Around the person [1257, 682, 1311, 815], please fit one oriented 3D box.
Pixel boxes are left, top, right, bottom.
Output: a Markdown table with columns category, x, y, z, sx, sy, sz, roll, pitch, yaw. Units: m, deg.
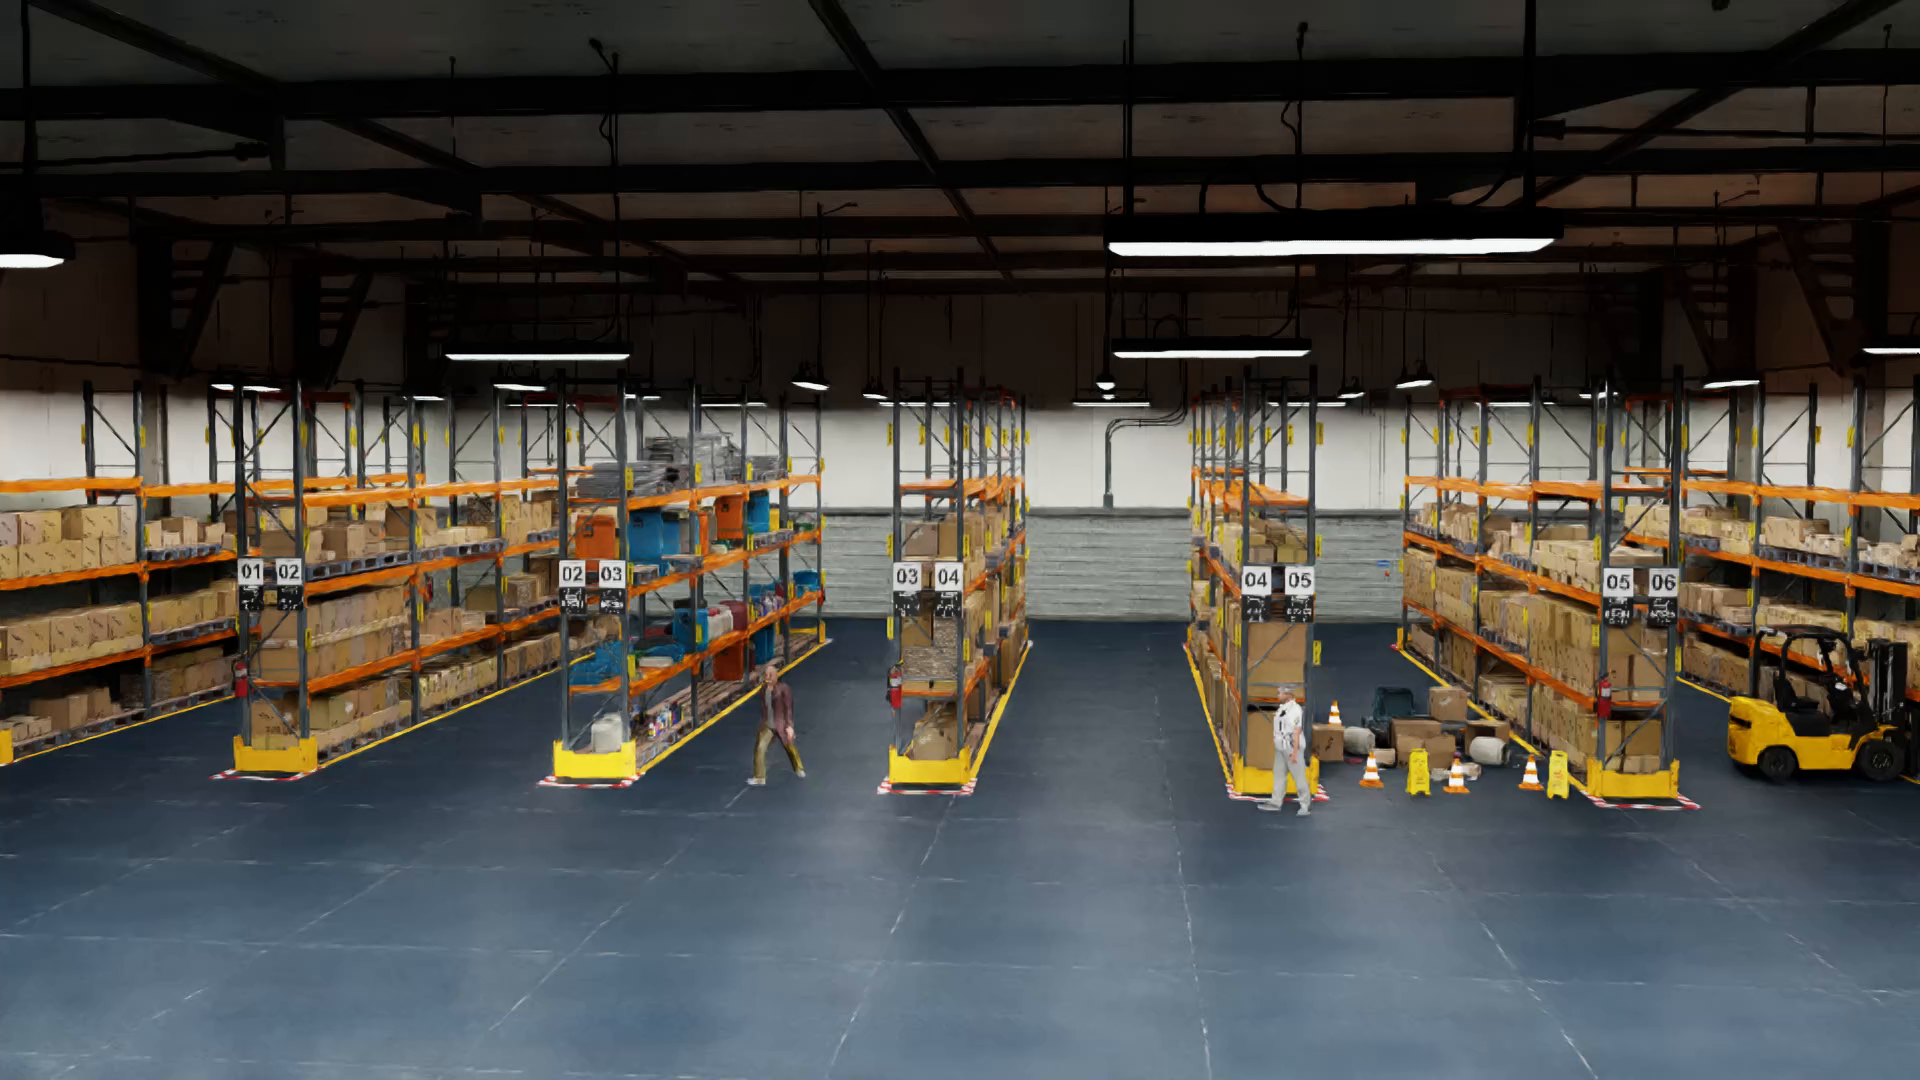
| category | x | y | z | sx | sy | sz | roll | pitch | yaw |
| --- | --- | --- | --- | --- | --- | --- | --- | --- | --- |
| person | 4.328 | 2.751 | 22.092 | 0.632 | 1.741 | 0.677 | -1 | 4 | -12 |

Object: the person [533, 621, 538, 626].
| category | x | y | z | sx | sy | sz | roll | pitch | yaw |
| --- | --- | --- | --- | --- | --- | --- | --- | --- | --- |
| person | -11.093 | 1.498 | 42.760 | 0.719 | 1.714 | 0.578 | 0 | 4 | 4 |

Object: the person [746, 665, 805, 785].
| category | x | y | z | sx | sy | sz | roll | pitch | yaw |
| --- | --- | --- | --- | --- | --- | --- | --- | --- | --- |
| person | -2.641 | 2.653 | 24.003 | 0.630 | 1.722 | 1.045 | 2 | 4 | 26 |
